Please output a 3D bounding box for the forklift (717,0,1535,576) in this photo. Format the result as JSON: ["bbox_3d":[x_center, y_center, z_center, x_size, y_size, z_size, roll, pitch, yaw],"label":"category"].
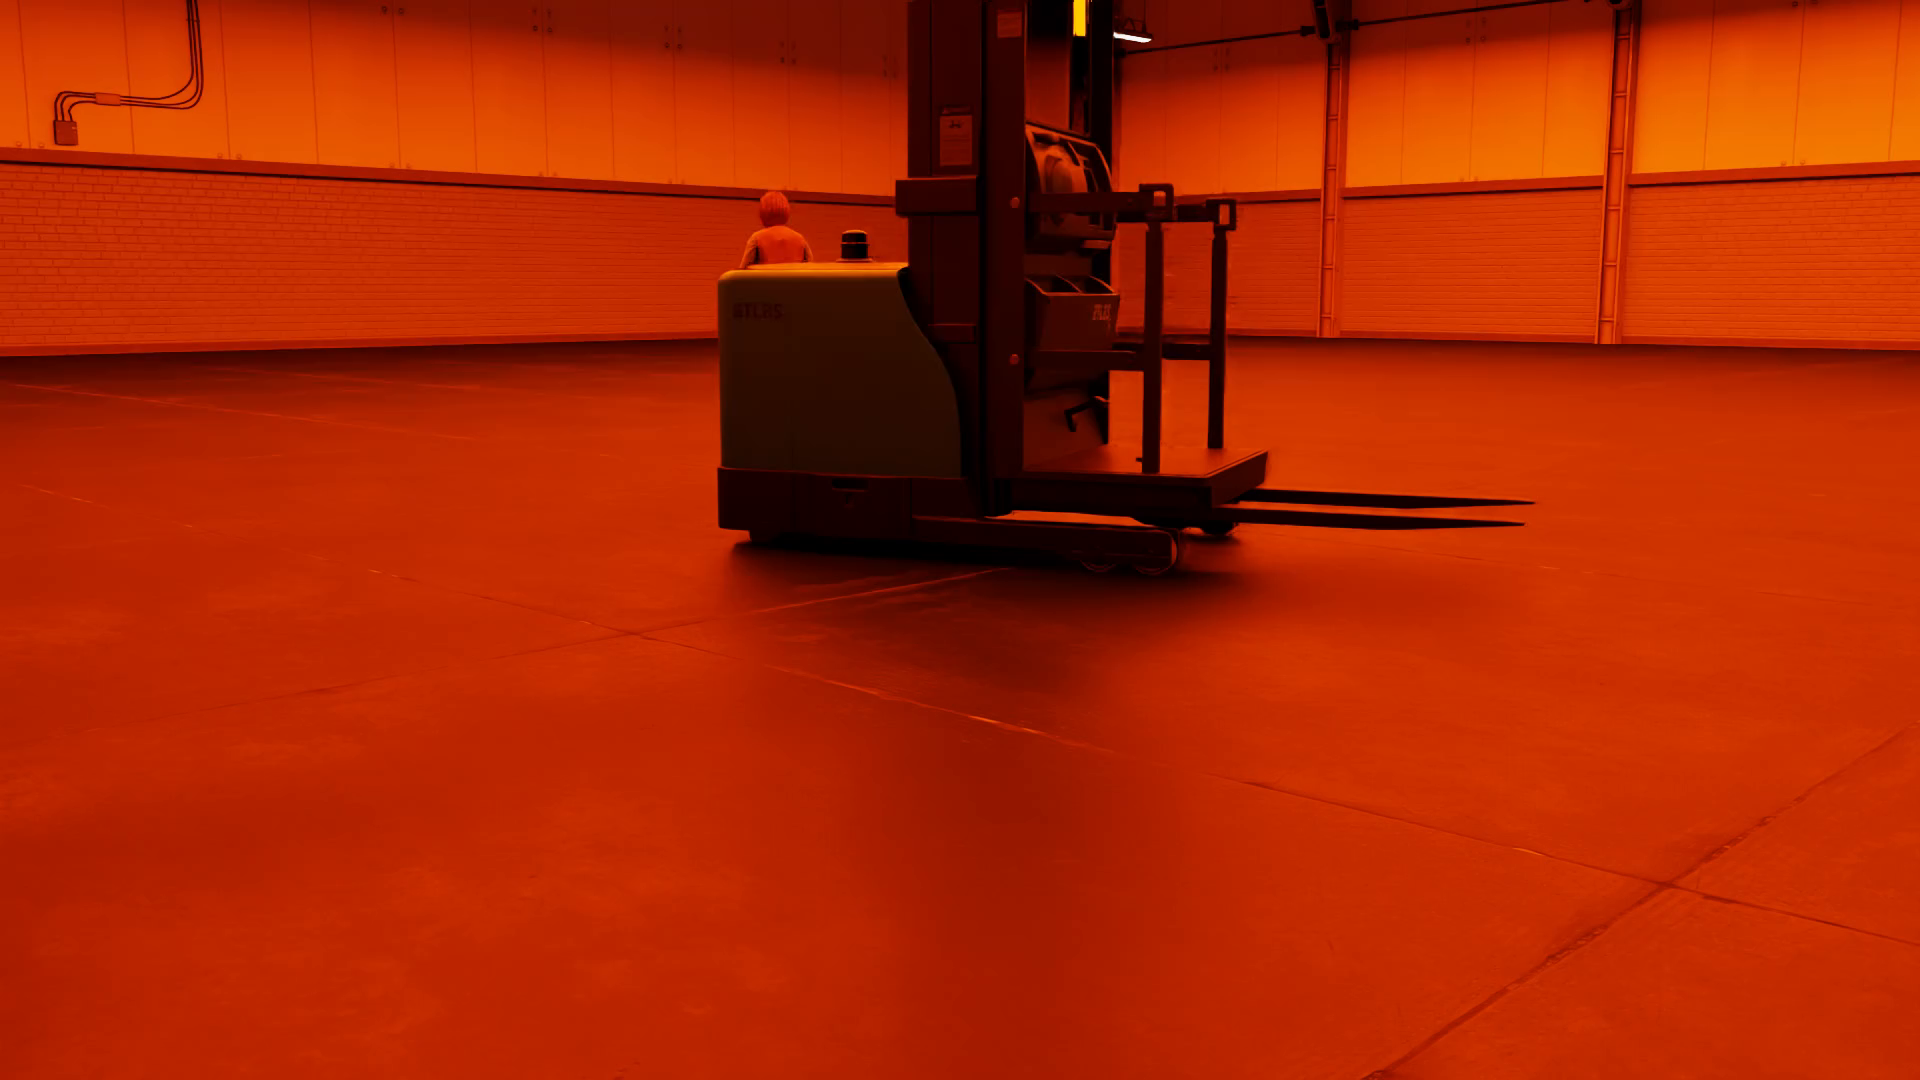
[{"bbox_3d":[0.611,-1.413,6.257,3.031,2.935,1.130,3,9,22],"label":"forklift"}]

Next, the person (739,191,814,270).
[{"bbox_3d":[-1.136,-1.283,9.952,0.550,1.578,0.408,-5,10,-32],"label":"person"}]
